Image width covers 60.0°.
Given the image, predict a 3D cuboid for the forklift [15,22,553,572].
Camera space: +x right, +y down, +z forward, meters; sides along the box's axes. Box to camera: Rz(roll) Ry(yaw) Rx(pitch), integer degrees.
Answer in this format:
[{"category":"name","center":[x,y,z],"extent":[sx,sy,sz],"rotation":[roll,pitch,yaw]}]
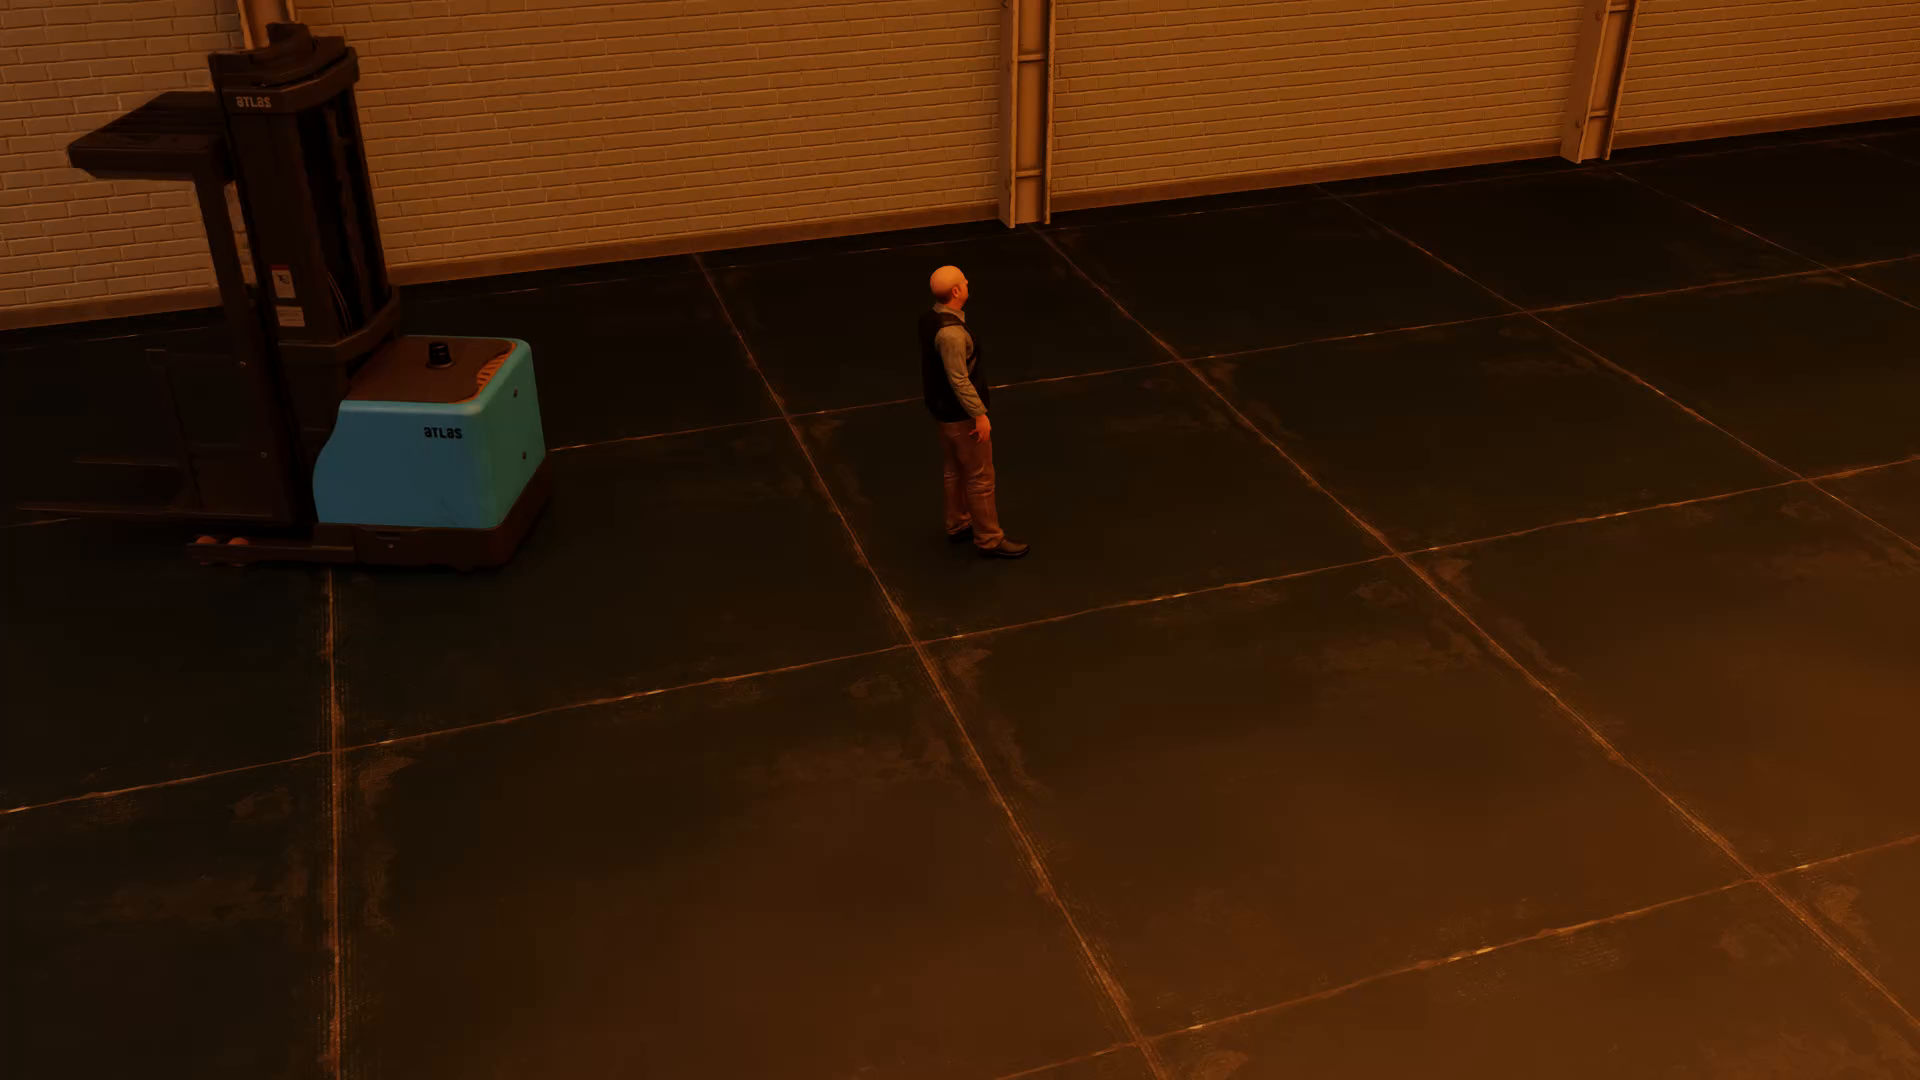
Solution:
[{"category":"forklift","center":[-4.101,-1.373,9.474],"extent":[3.031,2.935,1.130],"rotation":[2,30,4]}]

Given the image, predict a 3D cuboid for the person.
[{"category":"person","center":[0.062,-0.759,9.605],"extent":[0.566,1.722,0.633],"rotation":[-10,31,-16]}]
